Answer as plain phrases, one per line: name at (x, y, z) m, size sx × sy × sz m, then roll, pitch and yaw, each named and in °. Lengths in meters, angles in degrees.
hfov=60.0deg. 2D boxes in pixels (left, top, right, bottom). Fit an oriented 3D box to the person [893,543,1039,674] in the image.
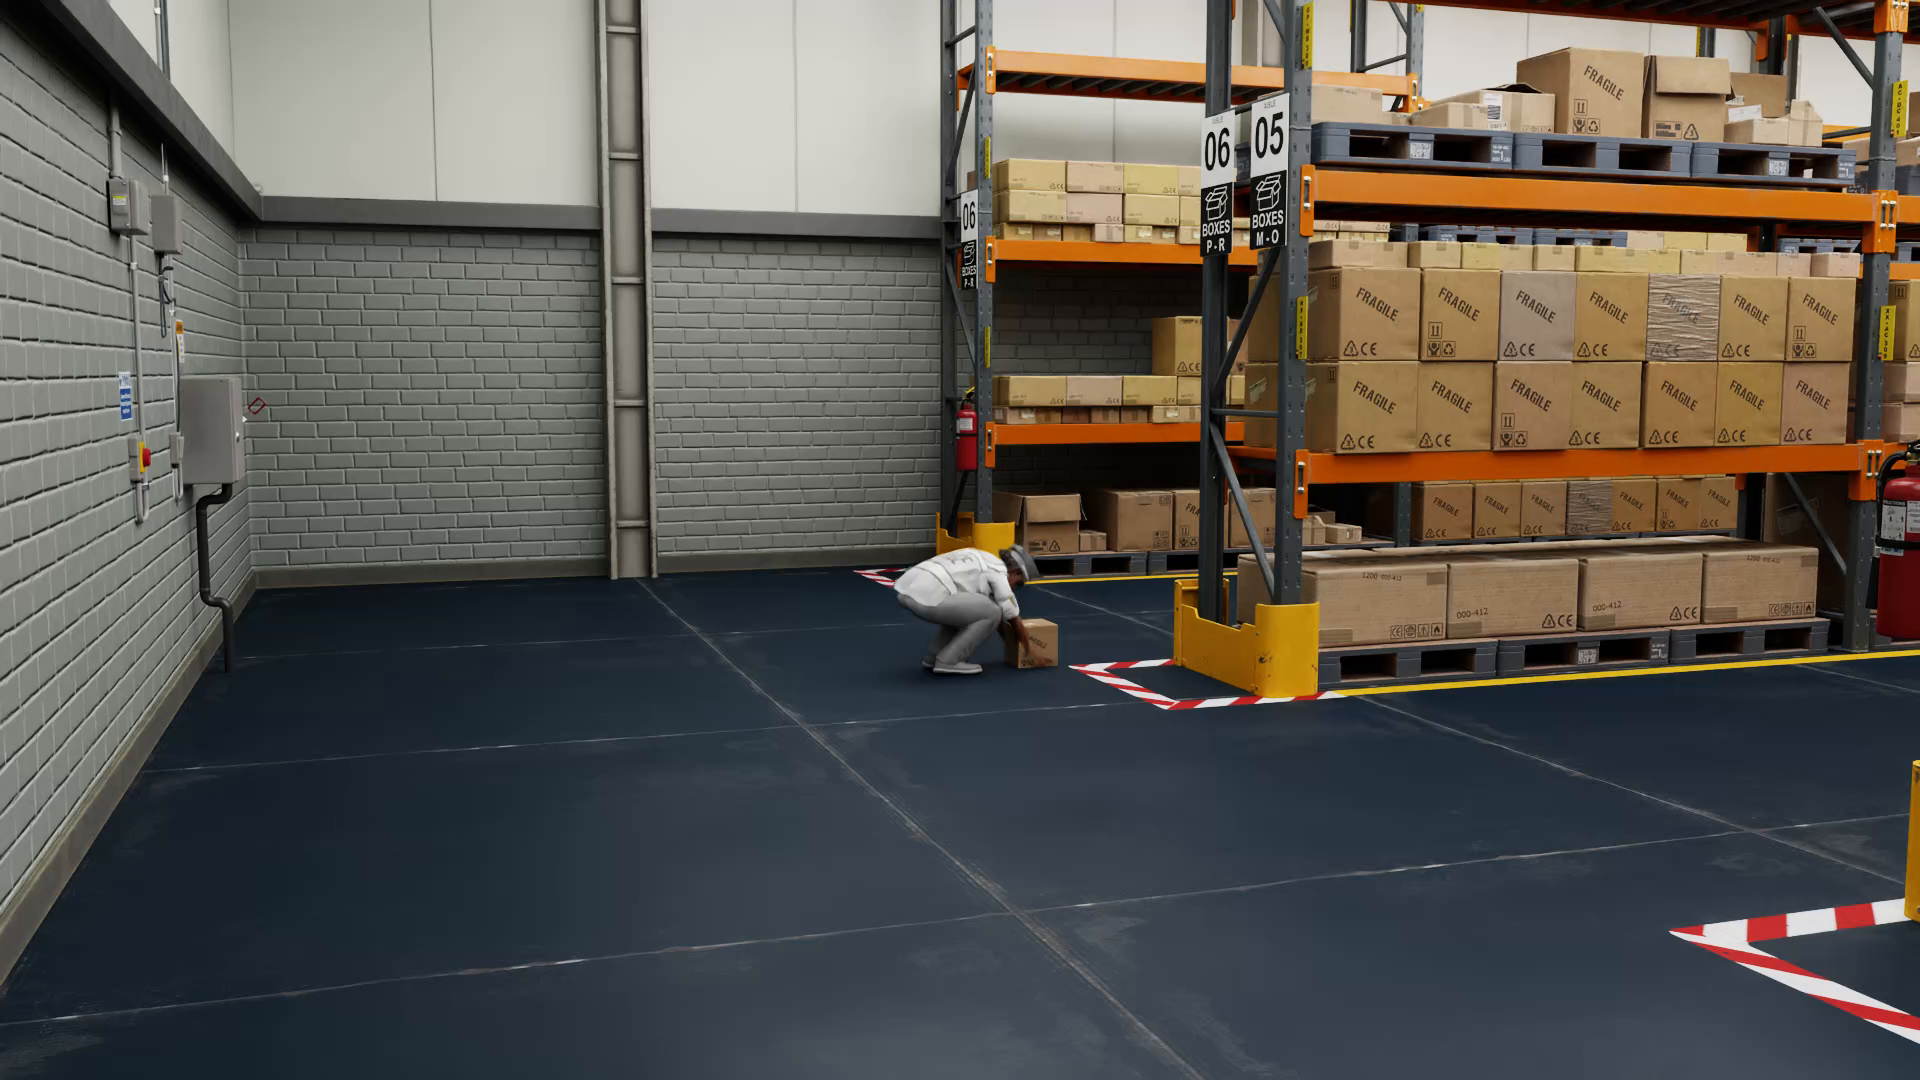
person at (0.072, 0.420, 9.768) m, size 0.950 × 0.771 × 0.493 m, roll -2°, pitch 6°, yaw -20°
